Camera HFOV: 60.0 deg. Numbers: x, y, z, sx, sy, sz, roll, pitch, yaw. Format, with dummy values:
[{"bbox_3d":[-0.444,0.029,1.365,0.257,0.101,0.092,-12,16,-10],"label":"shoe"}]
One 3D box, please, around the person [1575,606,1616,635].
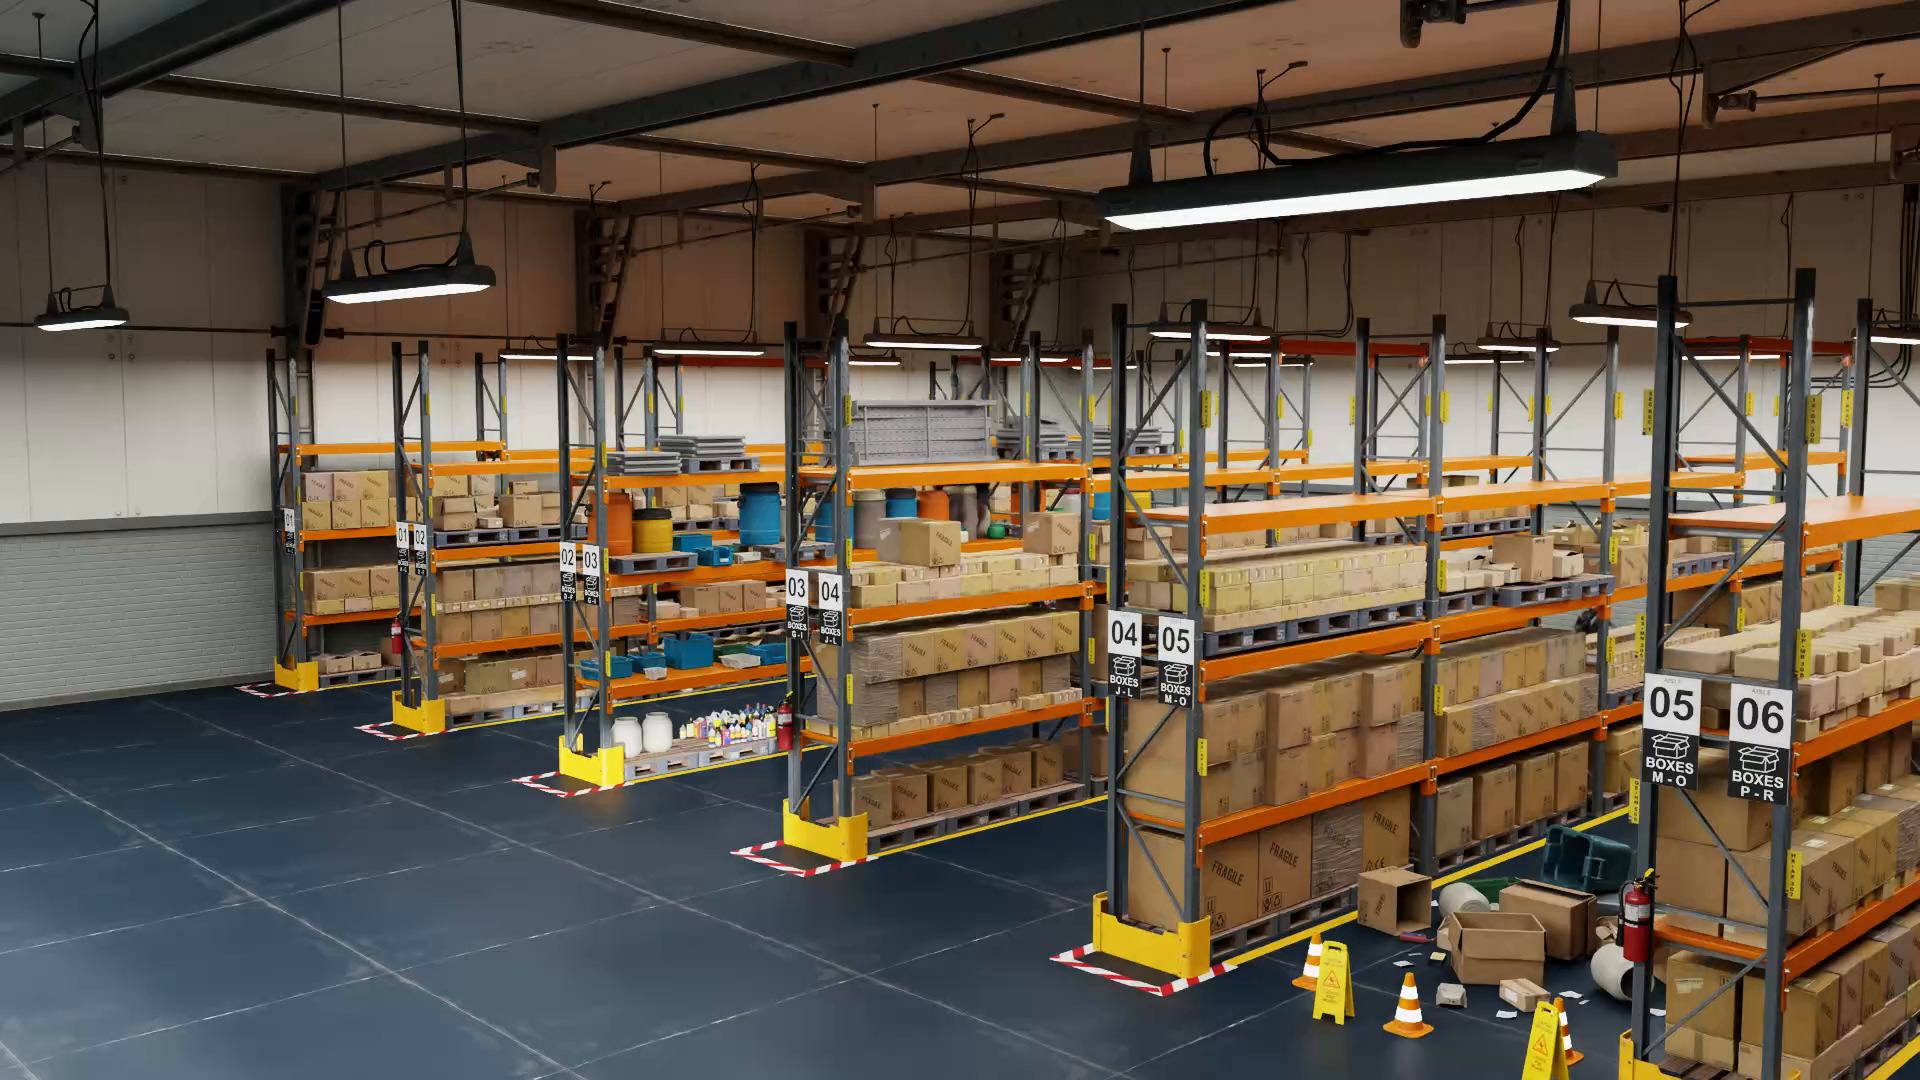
[{"bbox_3d":[10.834,1.836,28.429,0.692,1.704,0.910,3,6,27],"label":"person"}]
